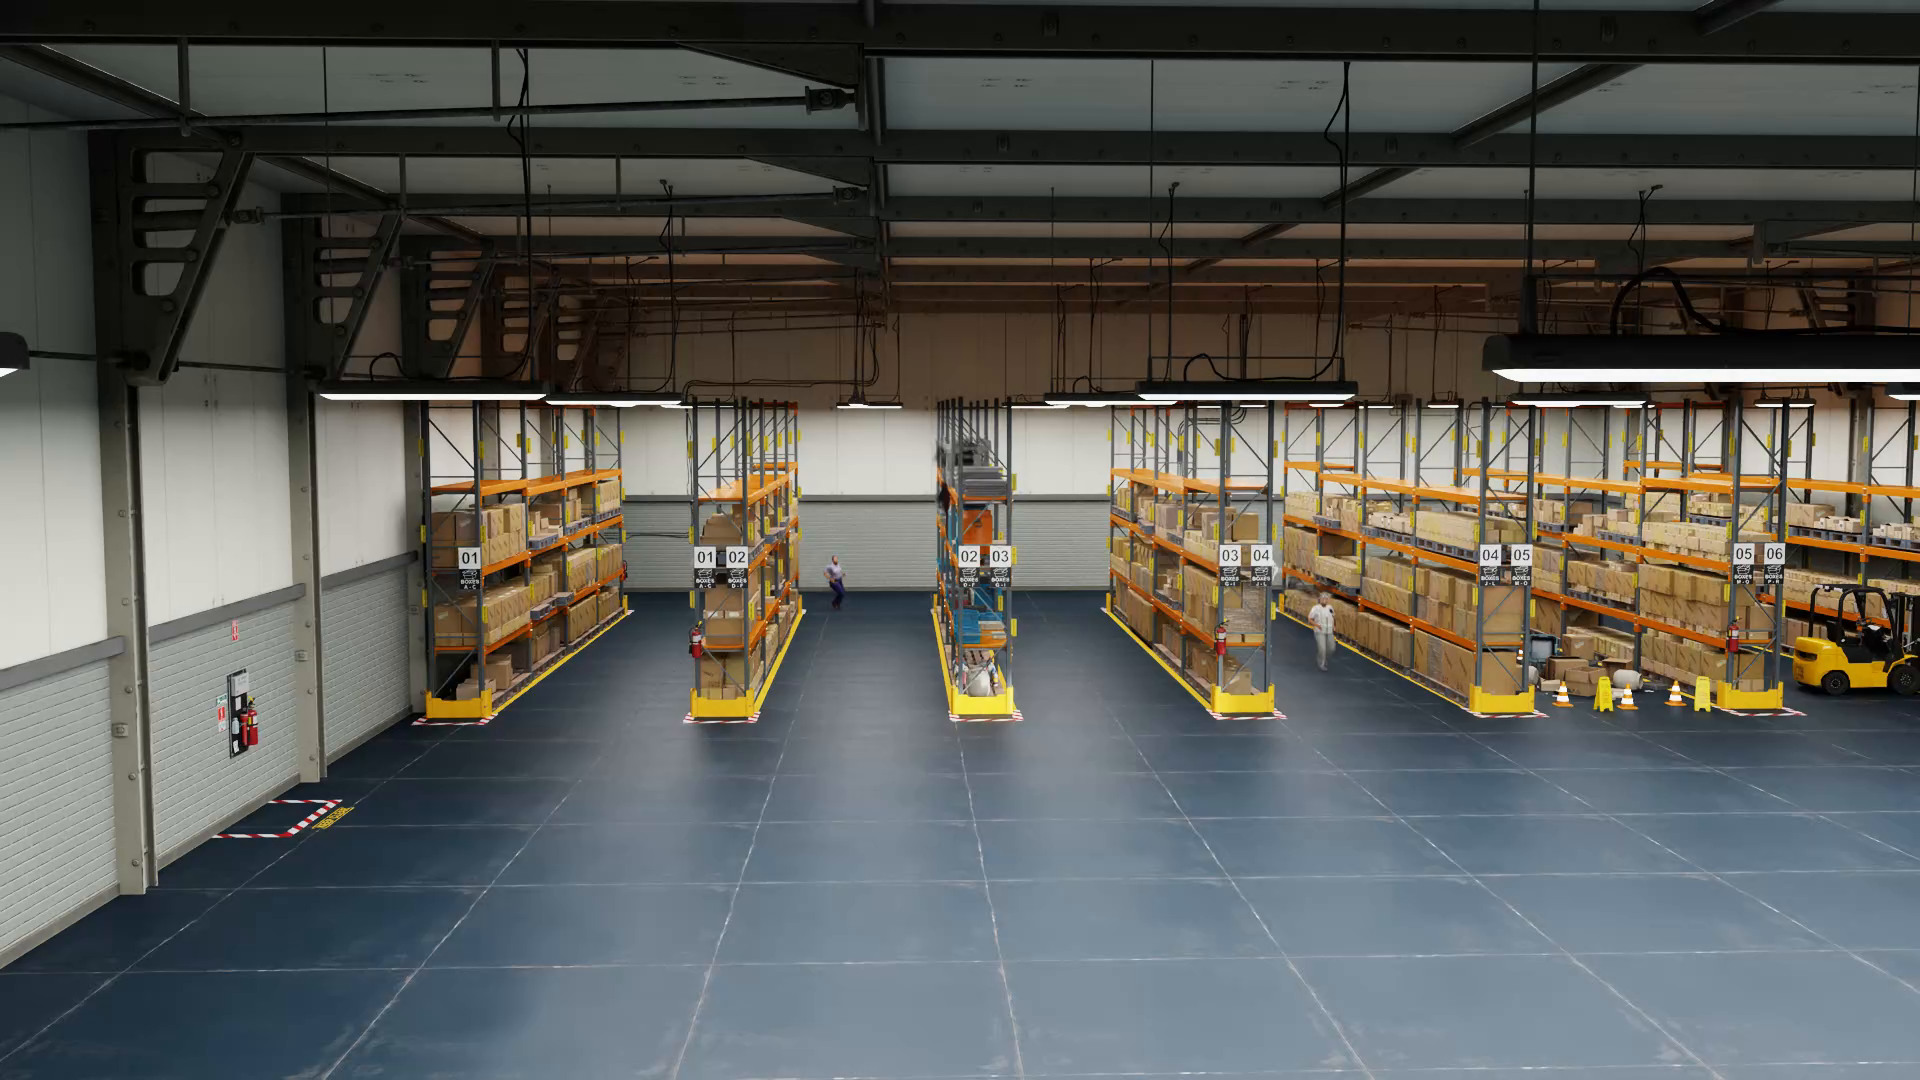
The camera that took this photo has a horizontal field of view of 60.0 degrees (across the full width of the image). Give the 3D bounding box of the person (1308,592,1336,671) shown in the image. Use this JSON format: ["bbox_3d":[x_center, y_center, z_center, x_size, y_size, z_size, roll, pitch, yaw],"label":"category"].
[{"bbox_3d":[8.038,2.015,36.767,0.659,1.732,0.622,-1,5,-13],"label":"person"}]

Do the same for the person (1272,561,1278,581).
[{"bbox_3d":[8.887,1.150,48.492,0.816,1.715,0.680,-3,5,-33],"label":"person"}]

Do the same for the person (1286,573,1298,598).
[{"bbox_3d":[9.846,1.183,48.993,0.755,1.559,0.617,0,4,4],"label":"person"}]

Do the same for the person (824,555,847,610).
[{"bbox_3d":[-3.555,1.235,47.899,0.558,1.595,0.611,2,5,28],"label":"person"}]
